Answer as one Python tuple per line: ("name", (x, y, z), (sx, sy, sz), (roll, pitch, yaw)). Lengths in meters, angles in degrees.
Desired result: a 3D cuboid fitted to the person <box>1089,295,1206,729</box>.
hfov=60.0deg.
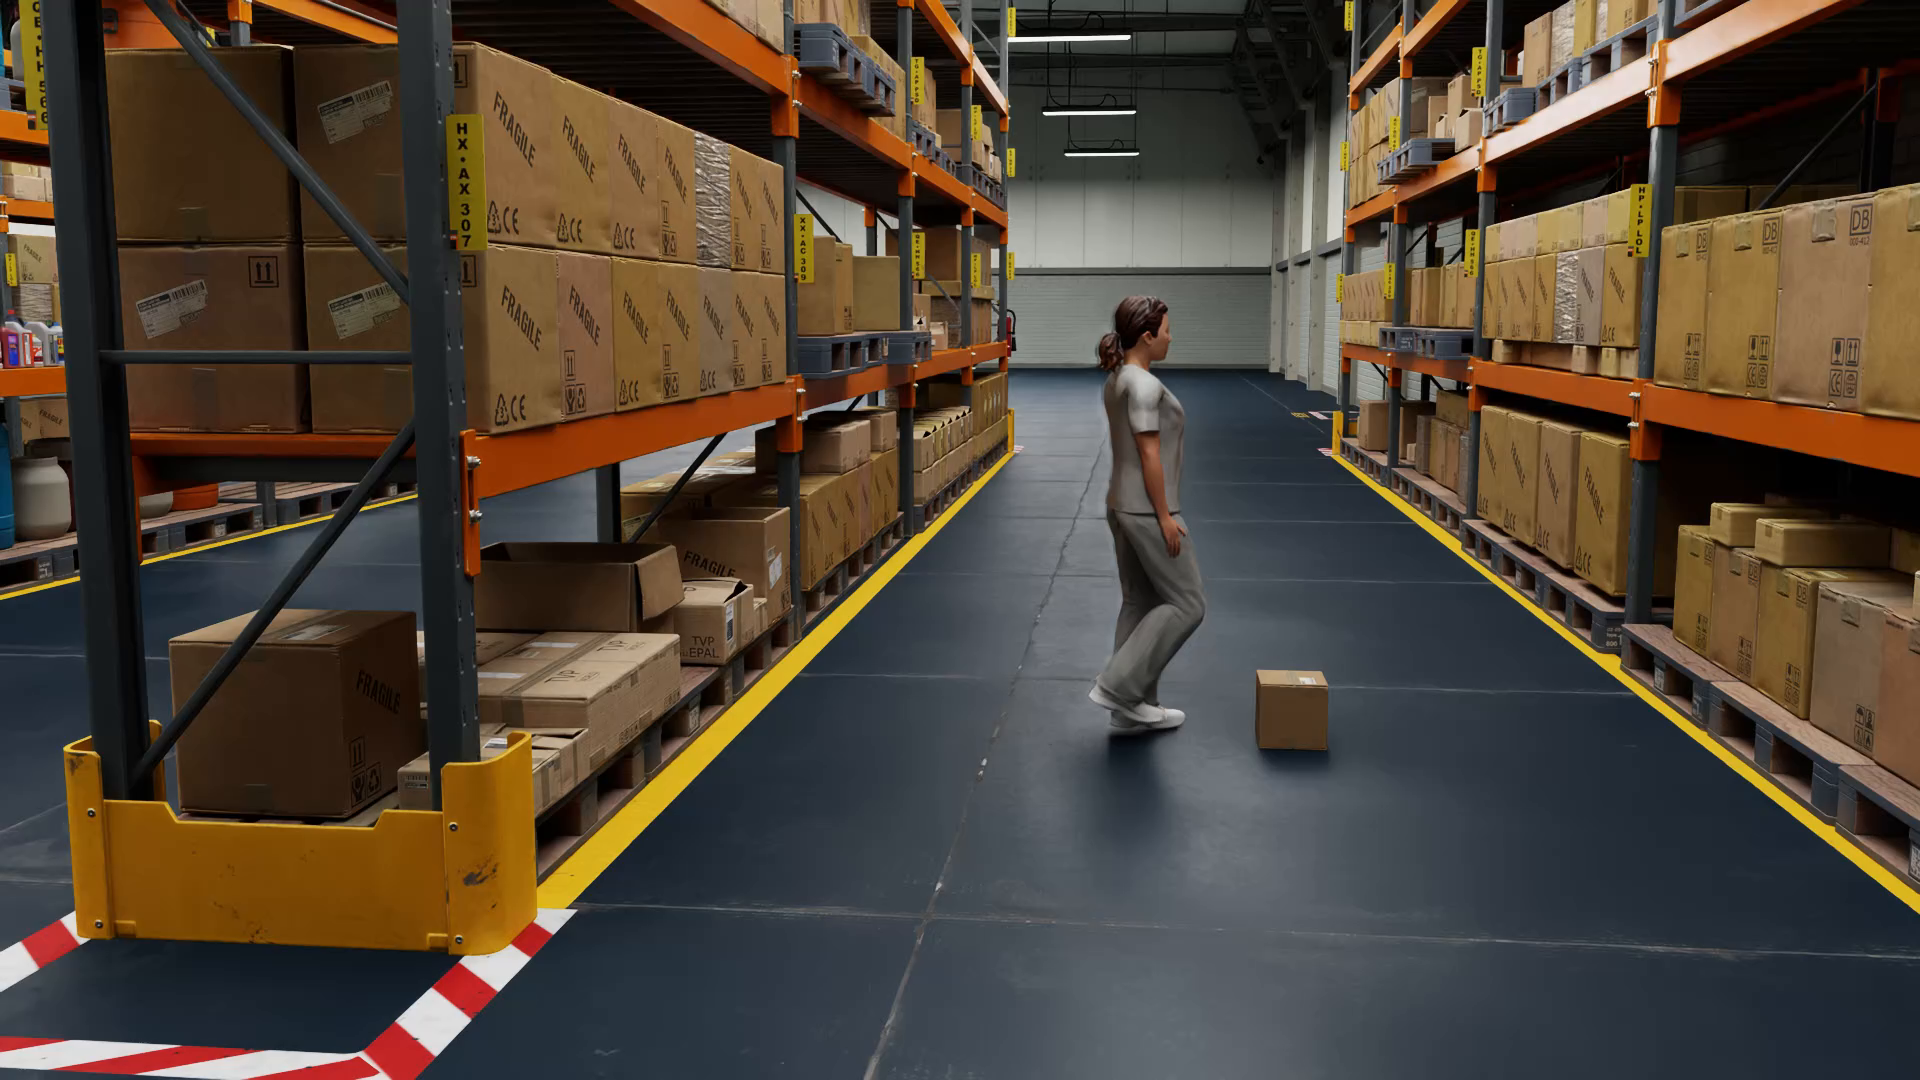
("person", (0.695, -0.084, 6.313), (0.431, 1.677, 0.465), (-1, 8, -8))
